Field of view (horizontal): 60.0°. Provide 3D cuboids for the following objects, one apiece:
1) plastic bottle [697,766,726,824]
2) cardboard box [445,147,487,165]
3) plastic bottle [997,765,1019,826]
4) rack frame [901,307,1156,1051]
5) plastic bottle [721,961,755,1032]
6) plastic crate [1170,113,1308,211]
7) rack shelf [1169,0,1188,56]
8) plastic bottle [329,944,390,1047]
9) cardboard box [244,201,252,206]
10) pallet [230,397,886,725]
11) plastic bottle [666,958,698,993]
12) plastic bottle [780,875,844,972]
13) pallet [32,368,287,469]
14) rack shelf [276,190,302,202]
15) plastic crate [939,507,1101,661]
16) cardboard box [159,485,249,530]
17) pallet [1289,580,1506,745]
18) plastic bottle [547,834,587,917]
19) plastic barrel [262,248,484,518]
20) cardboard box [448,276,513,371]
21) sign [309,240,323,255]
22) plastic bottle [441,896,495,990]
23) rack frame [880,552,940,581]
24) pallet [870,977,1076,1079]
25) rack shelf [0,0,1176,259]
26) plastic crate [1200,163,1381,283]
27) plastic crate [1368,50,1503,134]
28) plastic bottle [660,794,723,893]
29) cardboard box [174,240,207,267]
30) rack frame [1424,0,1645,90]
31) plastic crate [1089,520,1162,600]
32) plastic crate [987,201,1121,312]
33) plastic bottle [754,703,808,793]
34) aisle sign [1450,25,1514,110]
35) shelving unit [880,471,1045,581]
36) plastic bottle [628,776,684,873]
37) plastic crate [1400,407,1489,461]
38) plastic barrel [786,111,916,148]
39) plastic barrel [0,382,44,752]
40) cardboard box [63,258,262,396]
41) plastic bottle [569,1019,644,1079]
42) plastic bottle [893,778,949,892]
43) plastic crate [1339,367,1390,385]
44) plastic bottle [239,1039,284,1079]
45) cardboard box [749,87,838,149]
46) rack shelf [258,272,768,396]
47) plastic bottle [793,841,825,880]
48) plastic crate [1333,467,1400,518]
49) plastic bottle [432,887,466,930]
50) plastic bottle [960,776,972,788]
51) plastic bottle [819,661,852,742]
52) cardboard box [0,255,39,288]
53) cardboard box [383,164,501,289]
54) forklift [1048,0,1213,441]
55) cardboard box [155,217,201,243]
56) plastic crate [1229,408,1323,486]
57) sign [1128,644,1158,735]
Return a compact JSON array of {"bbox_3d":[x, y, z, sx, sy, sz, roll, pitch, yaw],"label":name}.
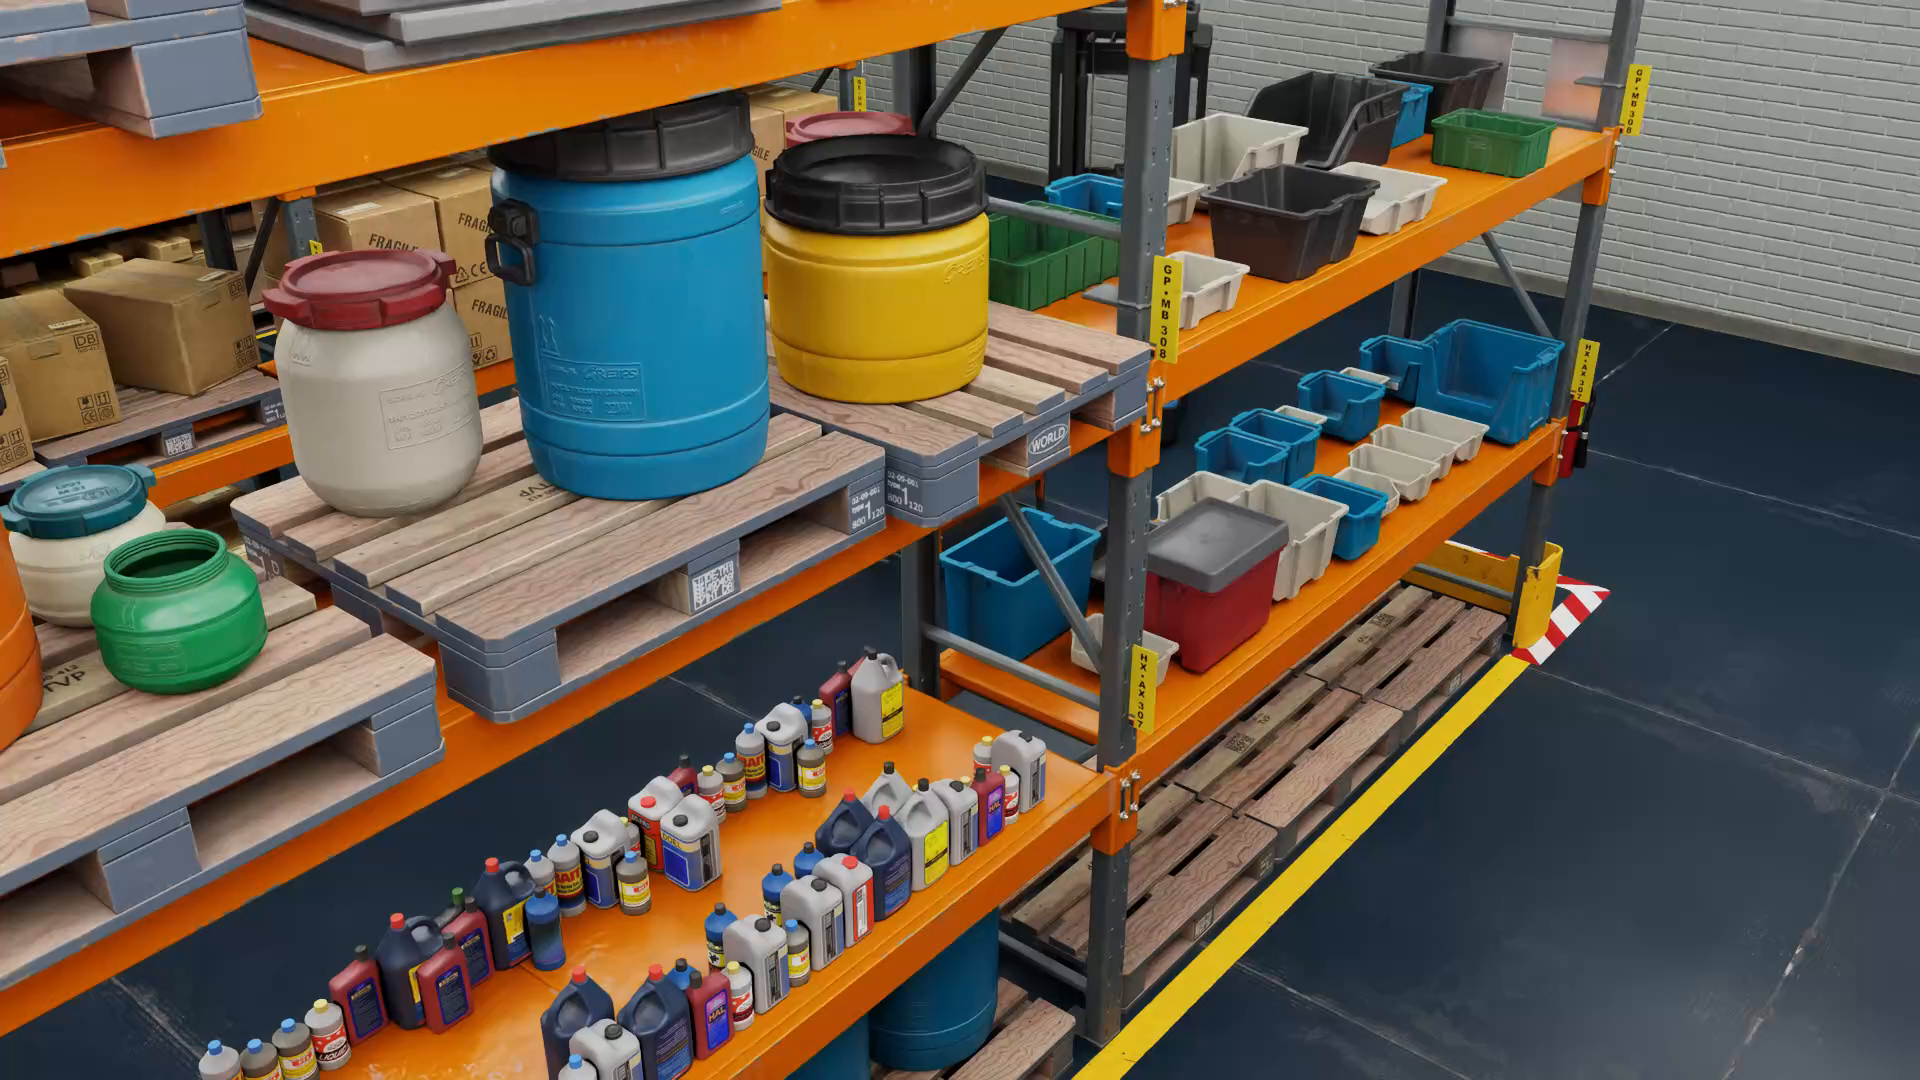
[{"bbox_3d":[-0.837,0.848,5.563,0.097,0.201,0.097,0,27,0],"label":"plastic bottle"},{"bbox_3d":[-2.851,-2.079,9.807,0.500,0.500,0.500,21,34,35],"label":"cardboard box"},{"bbox_3d":[0.149,0.846,5.566,0.097,0.201,0.097,0,27,0],"label":"plastic bottle"},{"bbox_3d":[0.203,0.475,6.068,1.000,3.000,0.127,21,34,34],"label":"rack frame"},{"bbox_3d":[-0.637,1.285,4.719,0.097,0.201,0.097,0,27,0],"label":"plastic bottle"},{"bbox_3d":[1.099,-1.528,6.803,0.437,0.282,0.530,21,34,34],"label":"plastic crate"},{"bbox_3d":[1.475,-2.402,6.317,1.077,0.370,4.000,21,34,34],"label":"rack shelf"},{"bbox_3d":[-1.686,1.271,4.655,0.061,0.283,0.133,21,34,34],"label":"plastic bottle"},{"bbox_3d":[-5.821,-2.760,13.879,0.380,0.149,0.250,21,34,35],"label":"cardboard box"},{"bbox_3d":[-0.939,-0.064,4.051,1.003,0.211,1.213,21,34,34],"label":"pallet"},{"bbox_3d":[-0.769,1.283,4.646,0.097,0.271,0.097,0,27,0],"label":"plastic bottle"},{"bbox_3d":[-0.437,1.120,4.955,0.152,0.276,0.135,21,34,34],"label":"plastic bottle"},{"bbox_3d":[-4.209,-0.638,8.427,1.003,0.211,1.213,21,34,34],"label":"pallet"},{"bbox_3d":[-4.889,-1.278,6.974,1.077,0.370,4.000,21,34,34],"label":"rack shelf"},{"bbox_3d":[0.237,0.190,6.570,0.392,0.384,0.575,21,34,34],"label":"plastic crate"},{"bbox_3d":[-4.113,0.041,9.148,0.500,0.500,0.500,19,33,32],"label":"cardboard box"},{"bbox_3d":[2.193,0.576,8.907,1.003,0.211,1.213,21,34,34],"label":"pallet"},{"bbox_3d":[-1.217,1.028,5.138,0.097,0.271,0.097,0,27,0],"label":"plastic bottle"},{"bbox_3d":[-1.330,-0.359,3.810,0.433,0.535,0.433,0,27,0],"label":"plastic barrel"},{"bbox_3d":[-2.759,-1.302,9.394,0.500,0.500,0.500,21,34,35],"label":"cardboard box"},{"bbox_3d":[-3.186,-1.328,8.292,0.100,0.325,0.005,21,34,34],"label":"sign"},{"bbox_3d":[-1.437,1.176,4.839,0.061,0.283,0.133,21,34,34],"label":"plastic bottle"},{"bbox_3d":[-0.319,-0.322,9.648,0.500,1.125,0.032,21,34,34],"label":"rack frame"},{"bbox_3d":[-0.320,1.975,6.203,1.003,0.211,1.213,21,34,34],"label":"pallet"},{"bbox_3d":[-1.069,-0.984,3.576,1.077,0.370,4.000,21,34,34],"label":"rack shelf"},{"bbox_3d":[1.205,-1.160,6.105,0.497,0.269,0.590,21,34,34],"label":"plastic crate"},{"bbox_3d":[2.287,-2.163,8.044,0.497,0.269,0.590,21,34,34],"label":"plastic crate"},{"bbox_3d":[-0.857,0.955,5.274,0.152,0.276,0.135,21,34,34],"label":"plastic bottle"},{"bbox_3d":[-6.237,-2.091,13.290,0.700,0.500,0.500,22,34,36],"label":"cardboard box"},{"bbox_3d":[2.747,-3.608,7.431,1.000,3.000,0.127,21,34,34],"label":"rack frame"},{"bbox_3d":[0.708,0.095,7.036,0.437,0.125,0.590,21,34,34],"label":"plastic crate"},{"bbox_3d":[0.239,-1.002,5.888,0.450,0.188,0.662,21,34,34],"label":"plastic crate"},{"bbox_3d":[-0.618,0.712,5.744,0.152,0.276,0.135,21,34,34],"label":"plastic bottle"},{"bbox_3d":[2.564,-2.210,8.429,0.394,0.787,0.004,21,34,34],"label":"aisle sign"},{"bbox_3d":[0.004,-0.502,9.996,0.538,1.125,1.048,21,34,34],"label":"shelving unit"},{"bbox_3d":[-0.974,0.911,5.360,0.152,0.276,0.135,21,34,34],"label":"plastic bottle"},{"bbox_3d":[2.368,-0.511,8.195,0.396,0.136,0.243,21,34,34],"label":"plastic crate"},{"bbox_3d":[-0.325,-0.991,5.032,0.433,0.535,0.433,0,27,0],"label":"plastic barrel"},{"bbox_3d":[-1.978,-0.017,2.829,0.600,0.830,0.708,21,34,34],"label":"plastic barrel"},{"bbox_3d":[-4.091,-1.103,8.551,0.700,0.500,0.500,9,29,18],"label":"cardboard box"},{"bbox_3d":[-0.935,1.397,4.419,0.152,0.276,0.135,21,34,34],"label":"plastic bottle"},{"bbox_3d":[-0.129,0.918,5.264,0.144,0.351,0.185,21,34,34],"label":"plastic bottle"},{"bbox_3d":[2.068,-0.772,8.700,0.250,0.136,0.298,21,34,34],"label":"plastic crate"},{"bbox_3d":[-1.869,1.423,4.451,0.097,0.201,0.097,0,27,0],"label":"plastic bottle"},{"bbox_3d":[-1.144,-2.643,10.897,0.500,0.500,0.500,20,34,34],"label":"cardboard box"},{"bbox_3d":[-2.345,-1.364,10.405,1.077,0.370,4.000,21,34,34],"label":"rack shelf"},{"bbox_3d":[-0.460,1.045,5.106,0.097,0.271,0.097,0,27,0],"label":"plastic bottle"},{"bbox_3d":[1.840,-0.196,7.586,0.298,0.136,0.250,21,34,34],"label":"plastic crate"},{"bbox_3d":[-1.484,1.159,4.873,0.061,0.283,0.133,21,34,34],"label":"plastic bottle"},{"bbox_3d":[0.017,0.876,5.509,0.097,0.201,0.097,0,27,0],"label":"plastic bottle"},{"bbox_3d":[-0.444,0.579,5.993,0.061,0.283,0.133,21,34,34],"label":"plastic bottle"},{"bbox_3d":[-7.132,-2.027,12.461,0.380,0.149,0.250,21,34,34],"label":"cardboard box"},{"bbox_3d":[-2.772,-1.731,9.134,0.500,0.500,0.500,20,33,33],"label":"cardboard box"},{"bbox_3d":[1.216,-2.632,12.147,1.130,2.935,3.031,4,28,8],"label":"forklift"},{"bbox_3d":[-6.307,-2.489,13.354,0.380,0.149,0.250,20,33,34],"label":"cardboard box"},{"bbox_3d":[1.499,-0.438,7.948,0.416,0.233,0.300,21,34,34],"label":"plastic crate"},{"bbox_3d":[0.626,0.513,5.692,0.100,0.325,0.005,21,34,34],"label":"sign"}]
